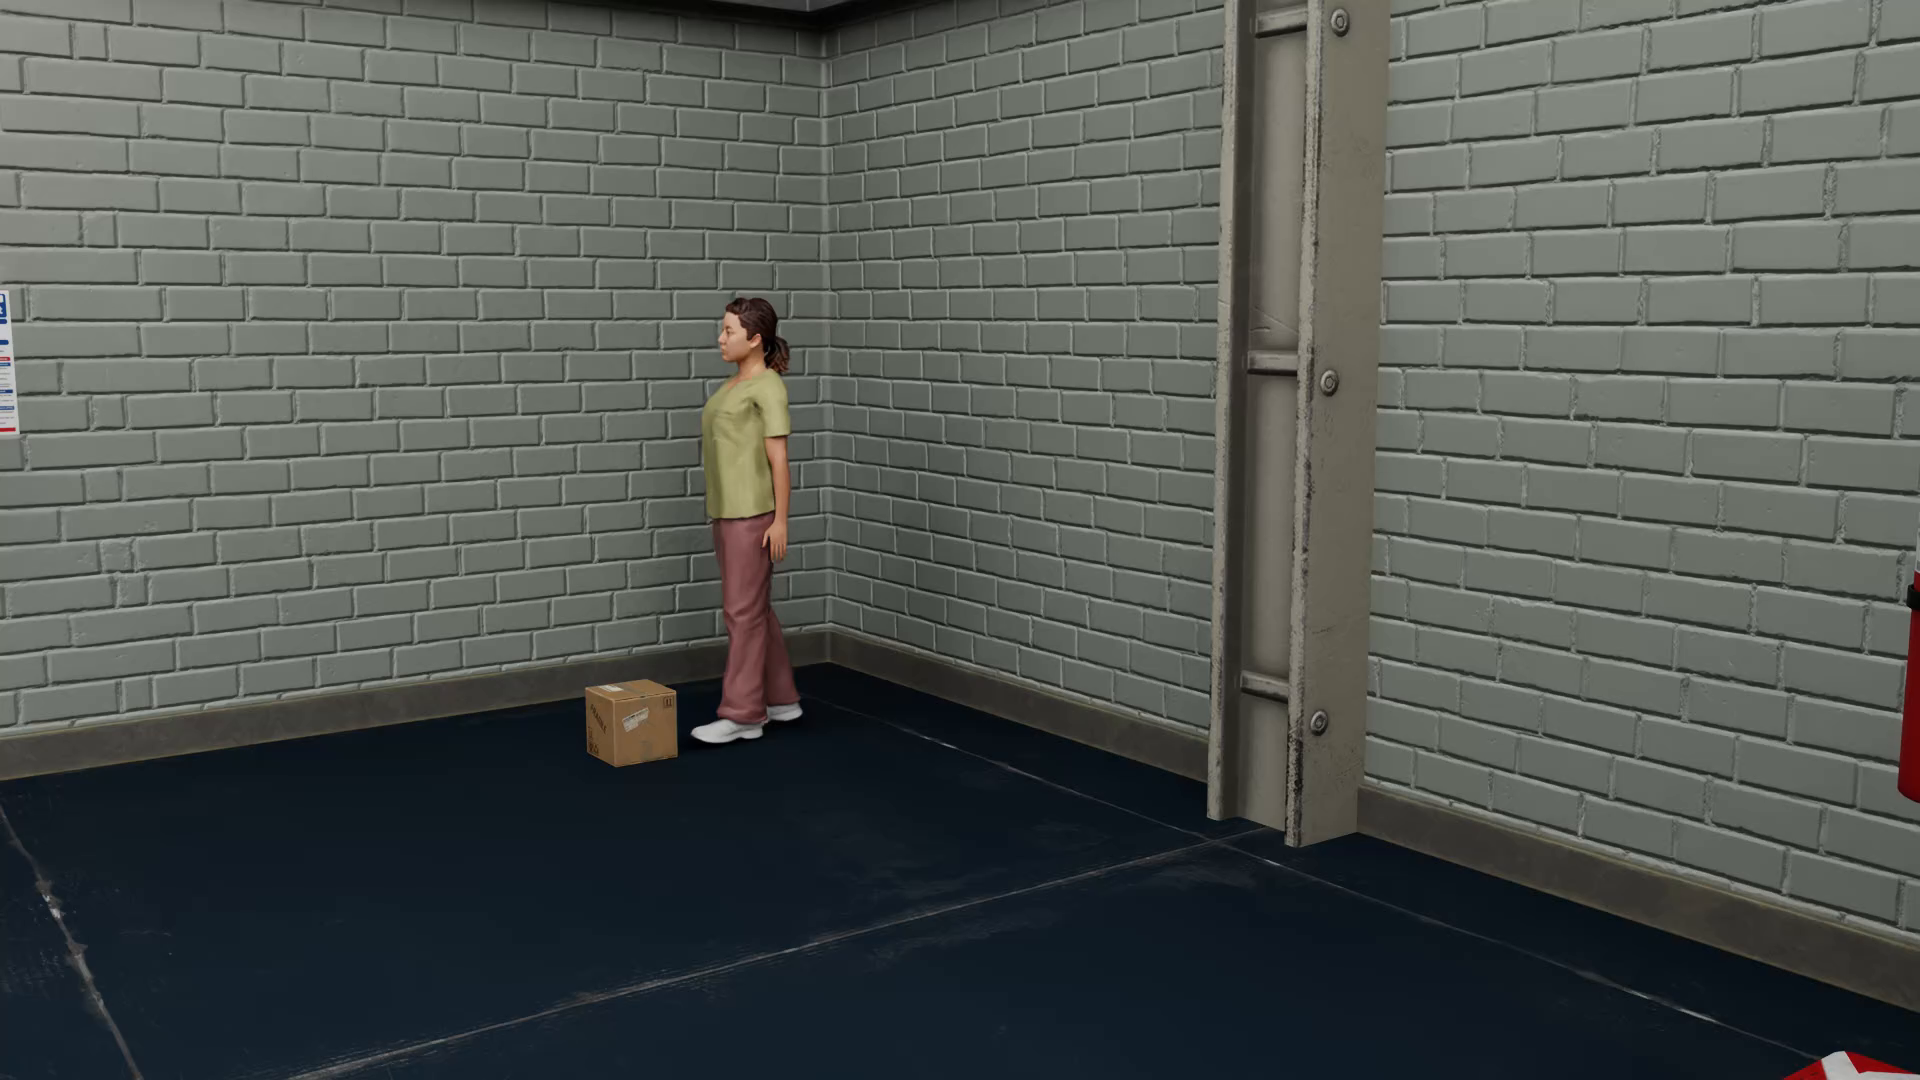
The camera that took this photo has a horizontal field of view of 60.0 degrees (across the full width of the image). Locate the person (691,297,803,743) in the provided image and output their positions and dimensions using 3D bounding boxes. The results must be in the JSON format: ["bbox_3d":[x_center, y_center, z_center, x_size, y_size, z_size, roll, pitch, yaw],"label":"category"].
[{"bbox_3d":[-0.828,0.049,6.344,0.505,1.416,0.462,-4,9,-26],"label":"person"}]
